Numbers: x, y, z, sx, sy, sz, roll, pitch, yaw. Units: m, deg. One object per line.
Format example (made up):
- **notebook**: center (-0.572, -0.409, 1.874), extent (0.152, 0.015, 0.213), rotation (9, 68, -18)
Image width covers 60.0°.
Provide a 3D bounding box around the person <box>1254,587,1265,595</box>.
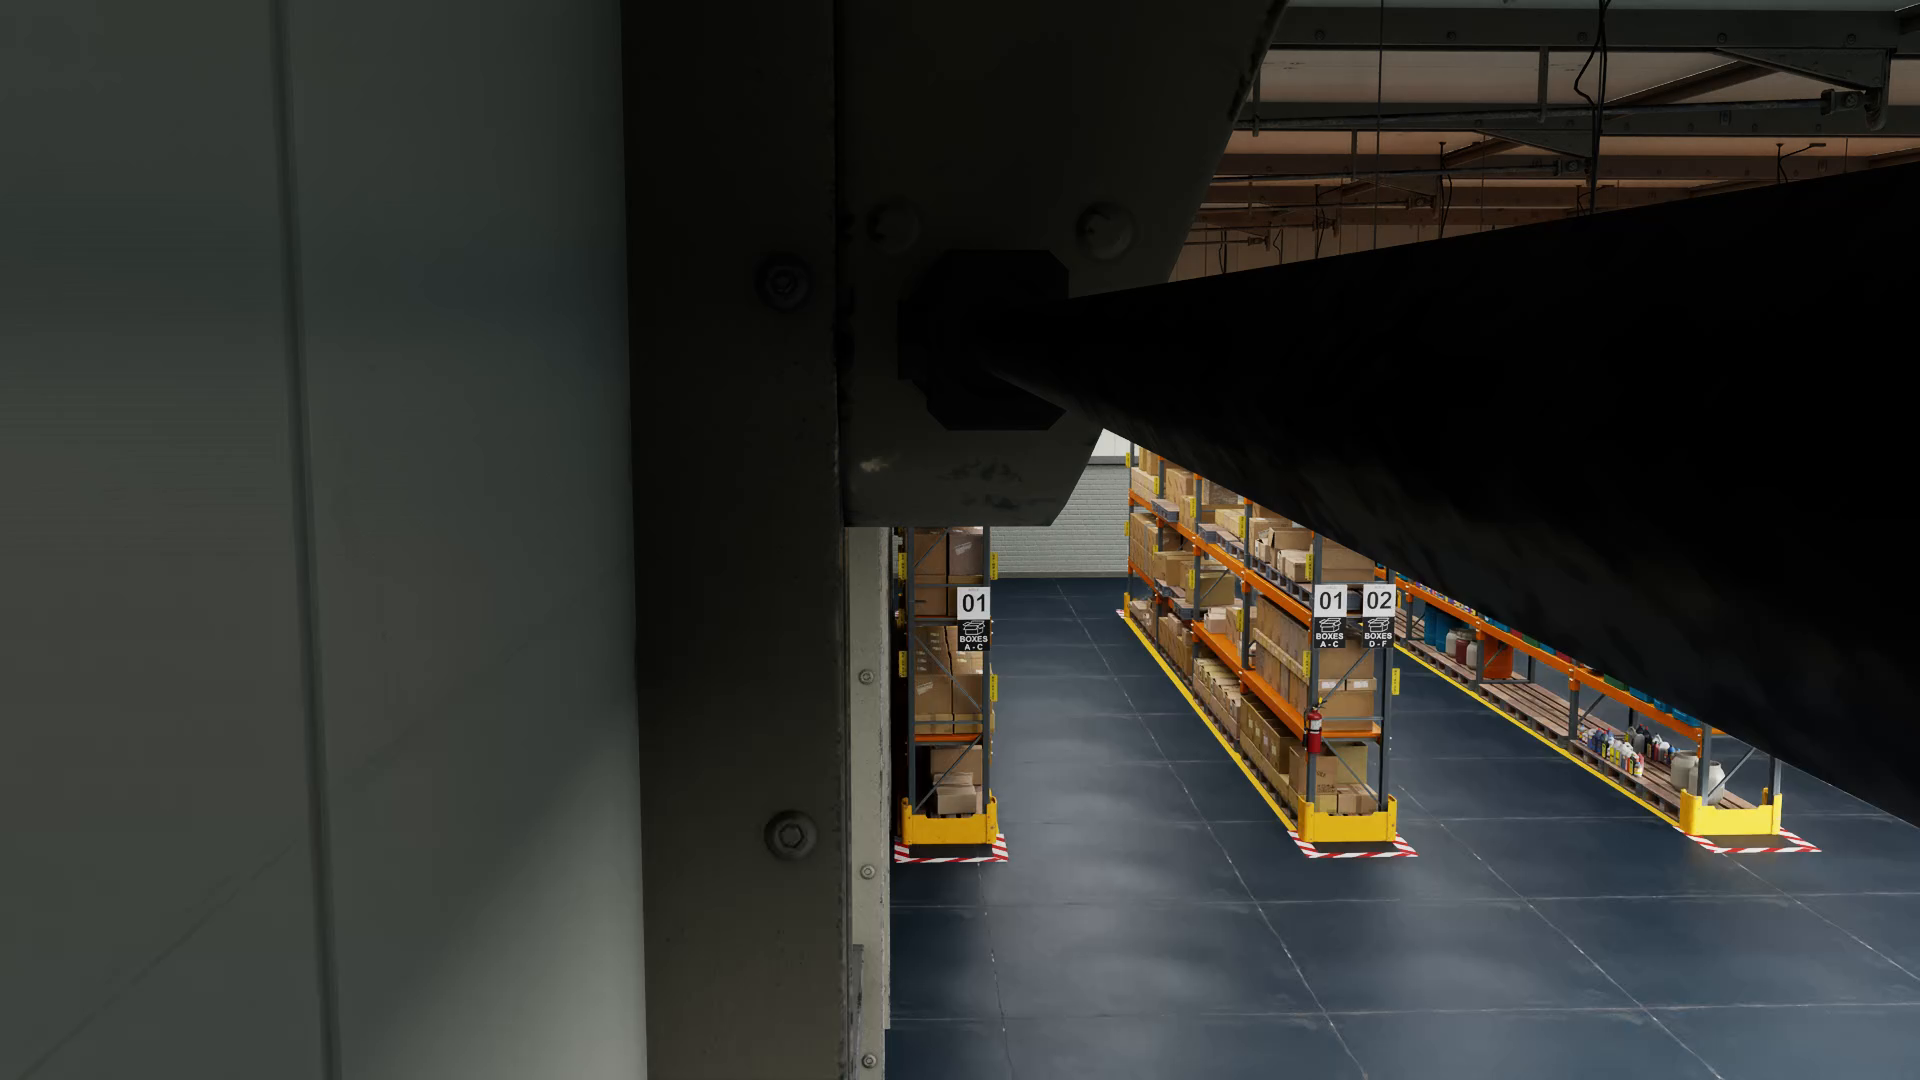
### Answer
- **person**: center (6.353, 1.081, 34.272), extent (0.672, 1.826, 0.766), rotation (-2, 8, -18)
